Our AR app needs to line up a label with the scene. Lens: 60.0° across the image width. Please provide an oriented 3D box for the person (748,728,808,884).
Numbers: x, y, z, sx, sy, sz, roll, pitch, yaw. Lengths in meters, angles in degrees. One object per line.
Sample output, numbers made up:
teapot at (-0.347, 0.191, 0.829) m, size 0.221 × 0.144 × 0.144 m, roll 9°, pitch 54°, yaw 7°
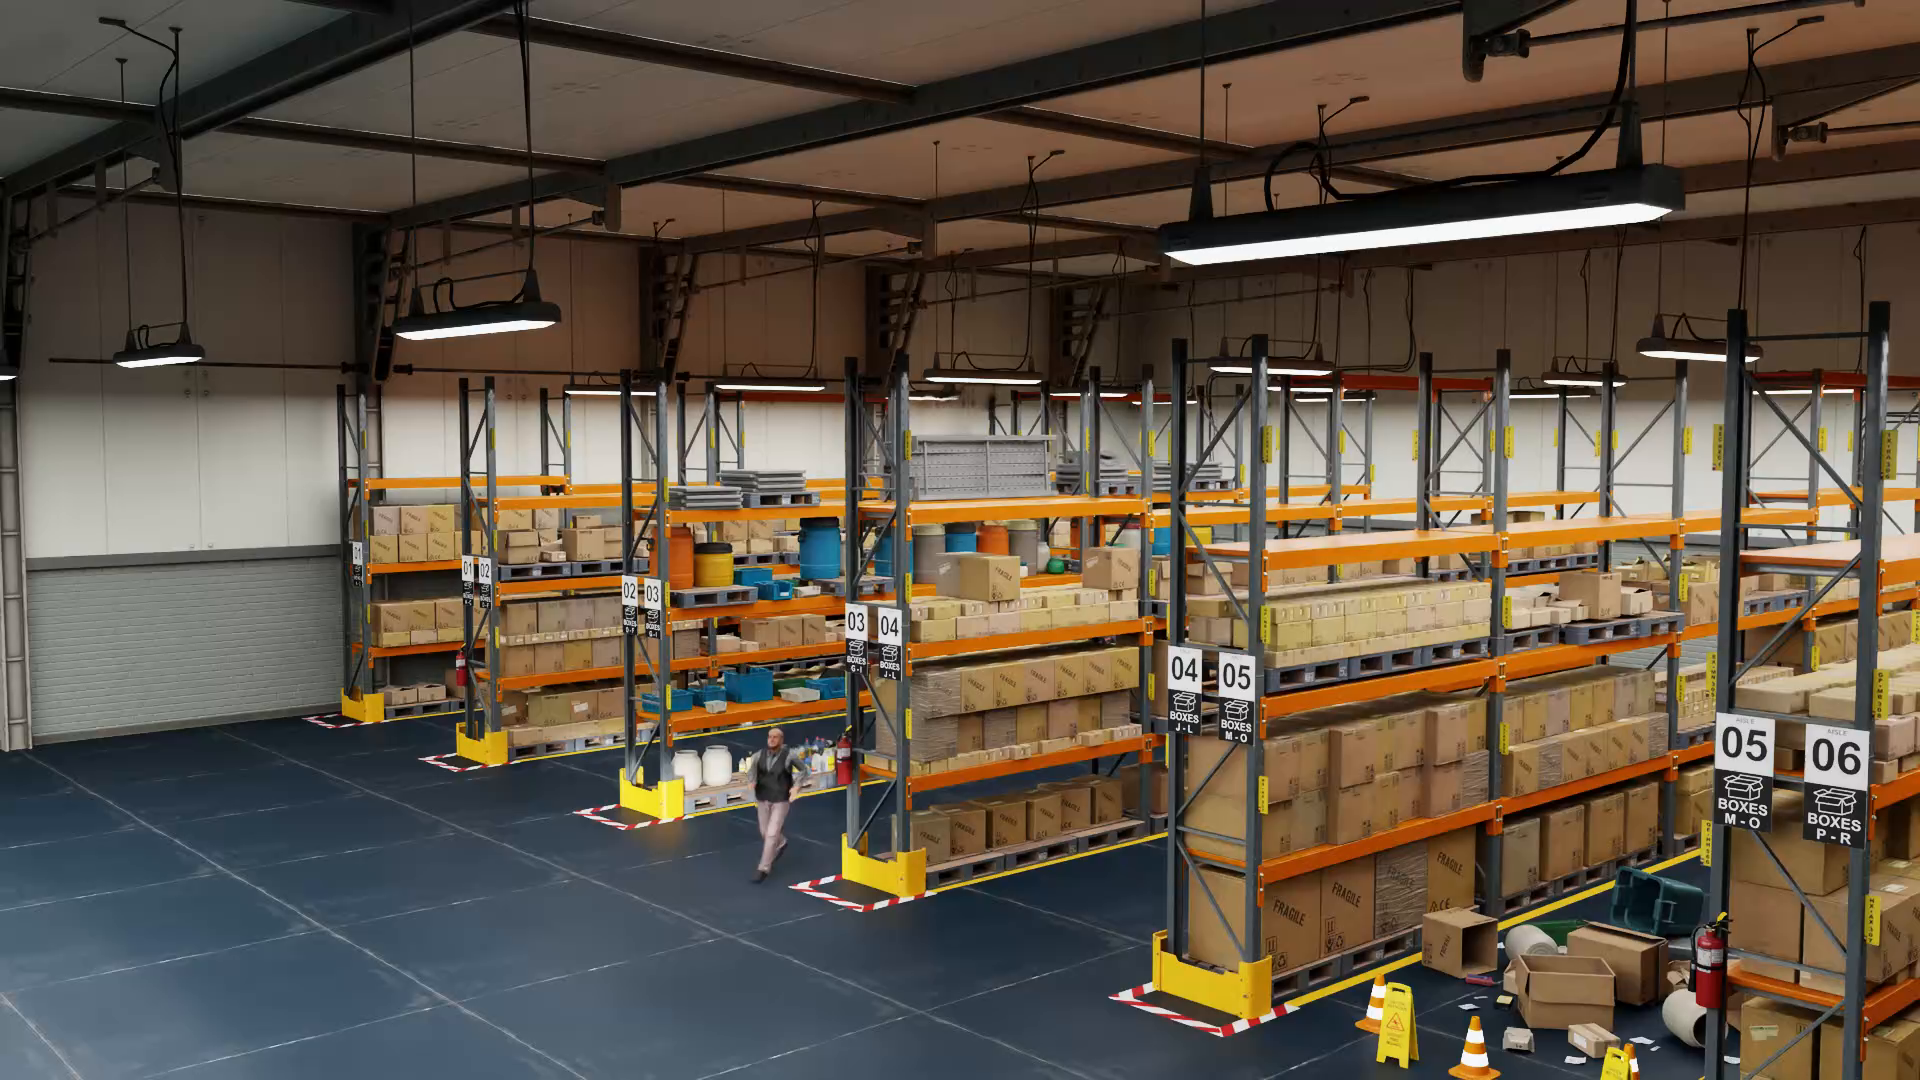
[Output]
person at (-2.155, 3.039, 19.277) m, size 0.693 × 1.718 × 0.975 m, roll 1°, pitch 4°, yaw 21°

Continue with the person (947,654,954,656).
person at (-0.433, 2.470, 27.933) m, size 0.762 × 1.784 × 0.642 m, roll -3°, pitch 5°, yaw -42°
